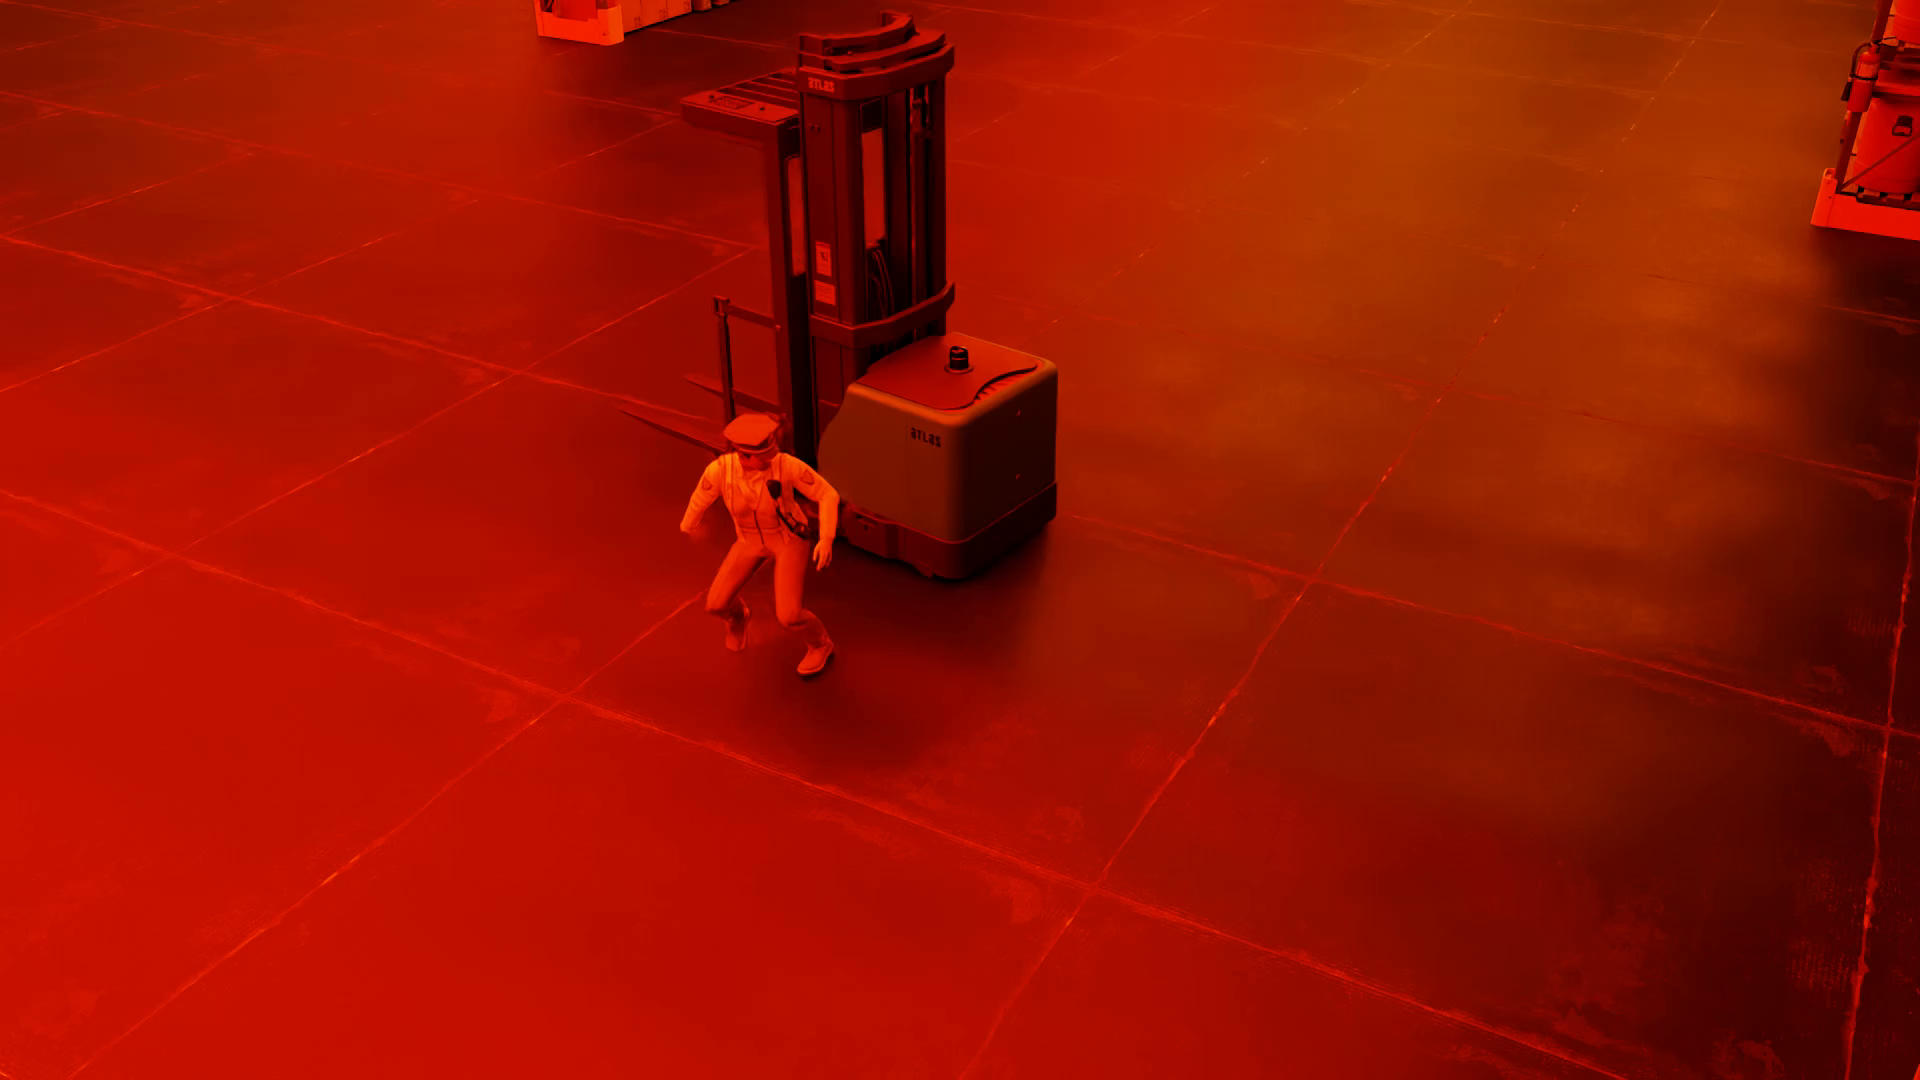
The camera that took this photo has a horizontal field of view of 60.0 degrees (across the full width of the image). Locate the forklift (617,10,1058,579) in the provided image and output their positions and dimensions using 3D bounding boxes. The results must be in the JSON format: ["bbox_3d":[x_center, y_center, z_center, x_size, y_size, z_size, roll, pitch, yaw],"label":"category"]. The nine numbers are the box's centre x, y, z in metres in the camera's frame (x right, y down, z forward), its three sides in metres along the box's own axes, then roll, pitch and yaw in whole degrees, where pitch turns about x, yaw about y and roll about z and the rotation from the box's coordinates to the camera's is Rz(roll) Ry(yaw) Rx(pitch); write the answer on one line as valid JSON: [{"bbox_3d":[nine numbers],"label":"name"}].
[{"bbox_3d":[-0.889,-1.633,9.900,3.031,2.935,1.130,21,36,32],"label":"forklift"}]

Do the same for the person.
[{"bbox_3d":[-1.048,0.036,8.508,0.921,1.543,0.495,7,31,11],"label":"person"}]
